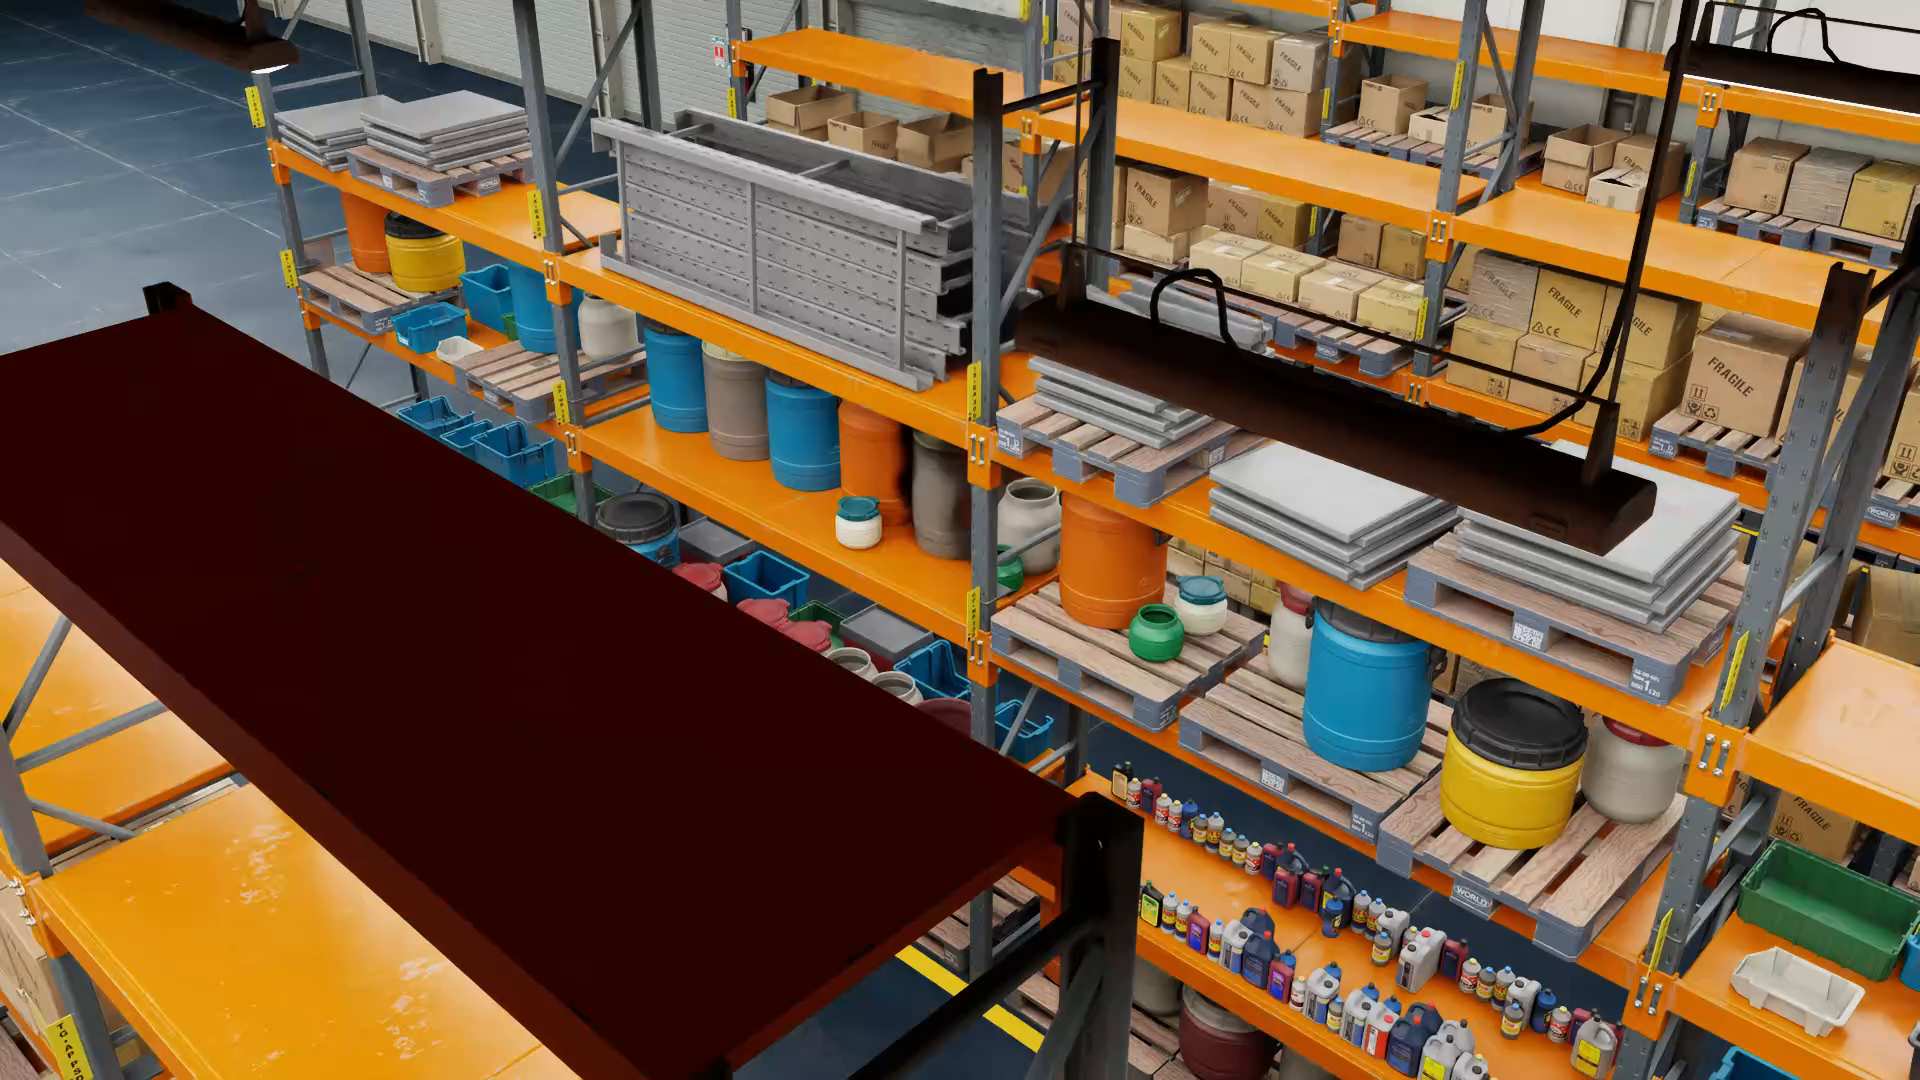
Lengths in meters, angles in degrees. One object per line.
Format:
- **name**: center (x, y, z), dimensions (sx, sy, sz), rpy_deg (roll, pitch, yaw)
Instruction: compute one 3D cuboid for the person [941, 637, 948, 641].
- **person**: center (-0.231, 0.185, 14.275), dimensions (0.742, 1.629, 0.618), rpy_deg (24, 37, 36)
